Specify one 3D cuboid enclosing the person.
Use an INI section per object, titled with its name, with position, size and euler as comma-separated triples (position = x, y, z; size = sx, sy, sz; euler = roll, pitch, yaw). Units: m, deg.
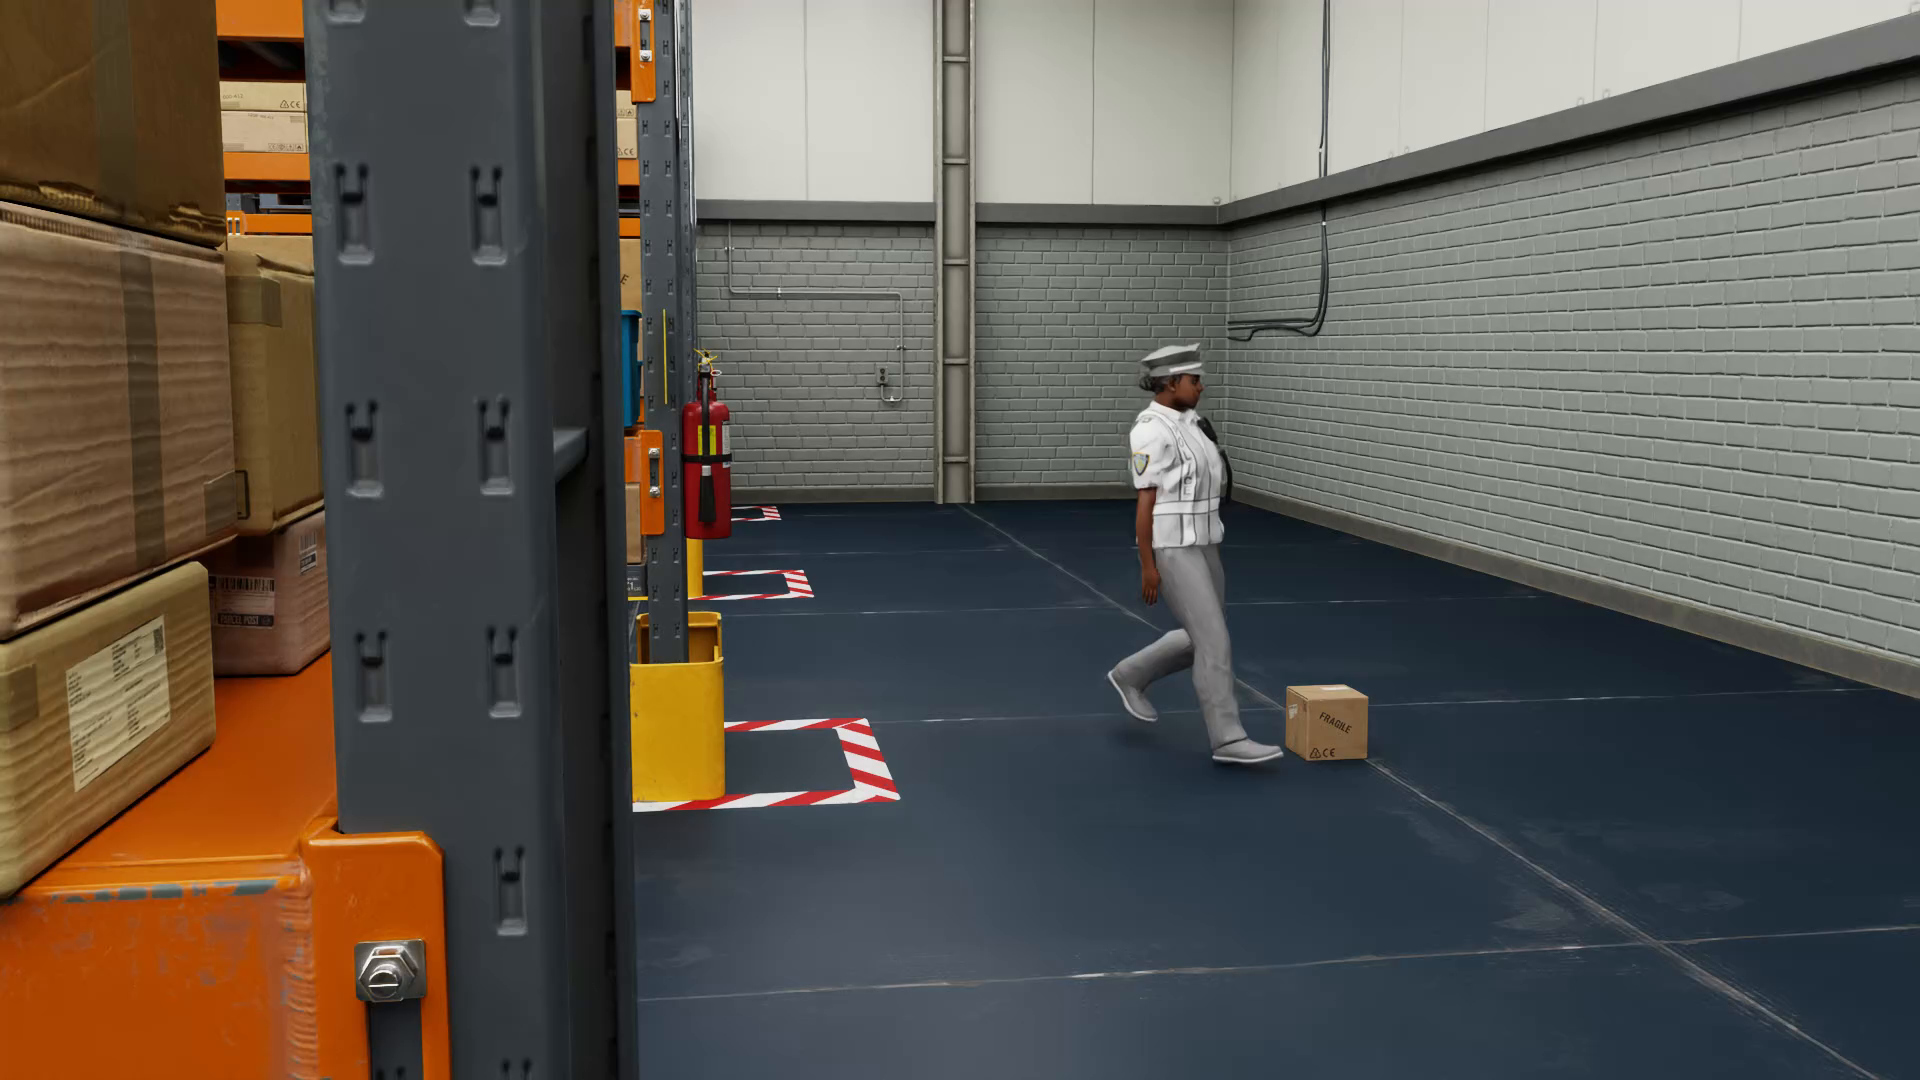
[person]
position = 0.920, 0.037, 6.580
size = 0.875, 1.627, 0.464
euler = 4, 8, 34
